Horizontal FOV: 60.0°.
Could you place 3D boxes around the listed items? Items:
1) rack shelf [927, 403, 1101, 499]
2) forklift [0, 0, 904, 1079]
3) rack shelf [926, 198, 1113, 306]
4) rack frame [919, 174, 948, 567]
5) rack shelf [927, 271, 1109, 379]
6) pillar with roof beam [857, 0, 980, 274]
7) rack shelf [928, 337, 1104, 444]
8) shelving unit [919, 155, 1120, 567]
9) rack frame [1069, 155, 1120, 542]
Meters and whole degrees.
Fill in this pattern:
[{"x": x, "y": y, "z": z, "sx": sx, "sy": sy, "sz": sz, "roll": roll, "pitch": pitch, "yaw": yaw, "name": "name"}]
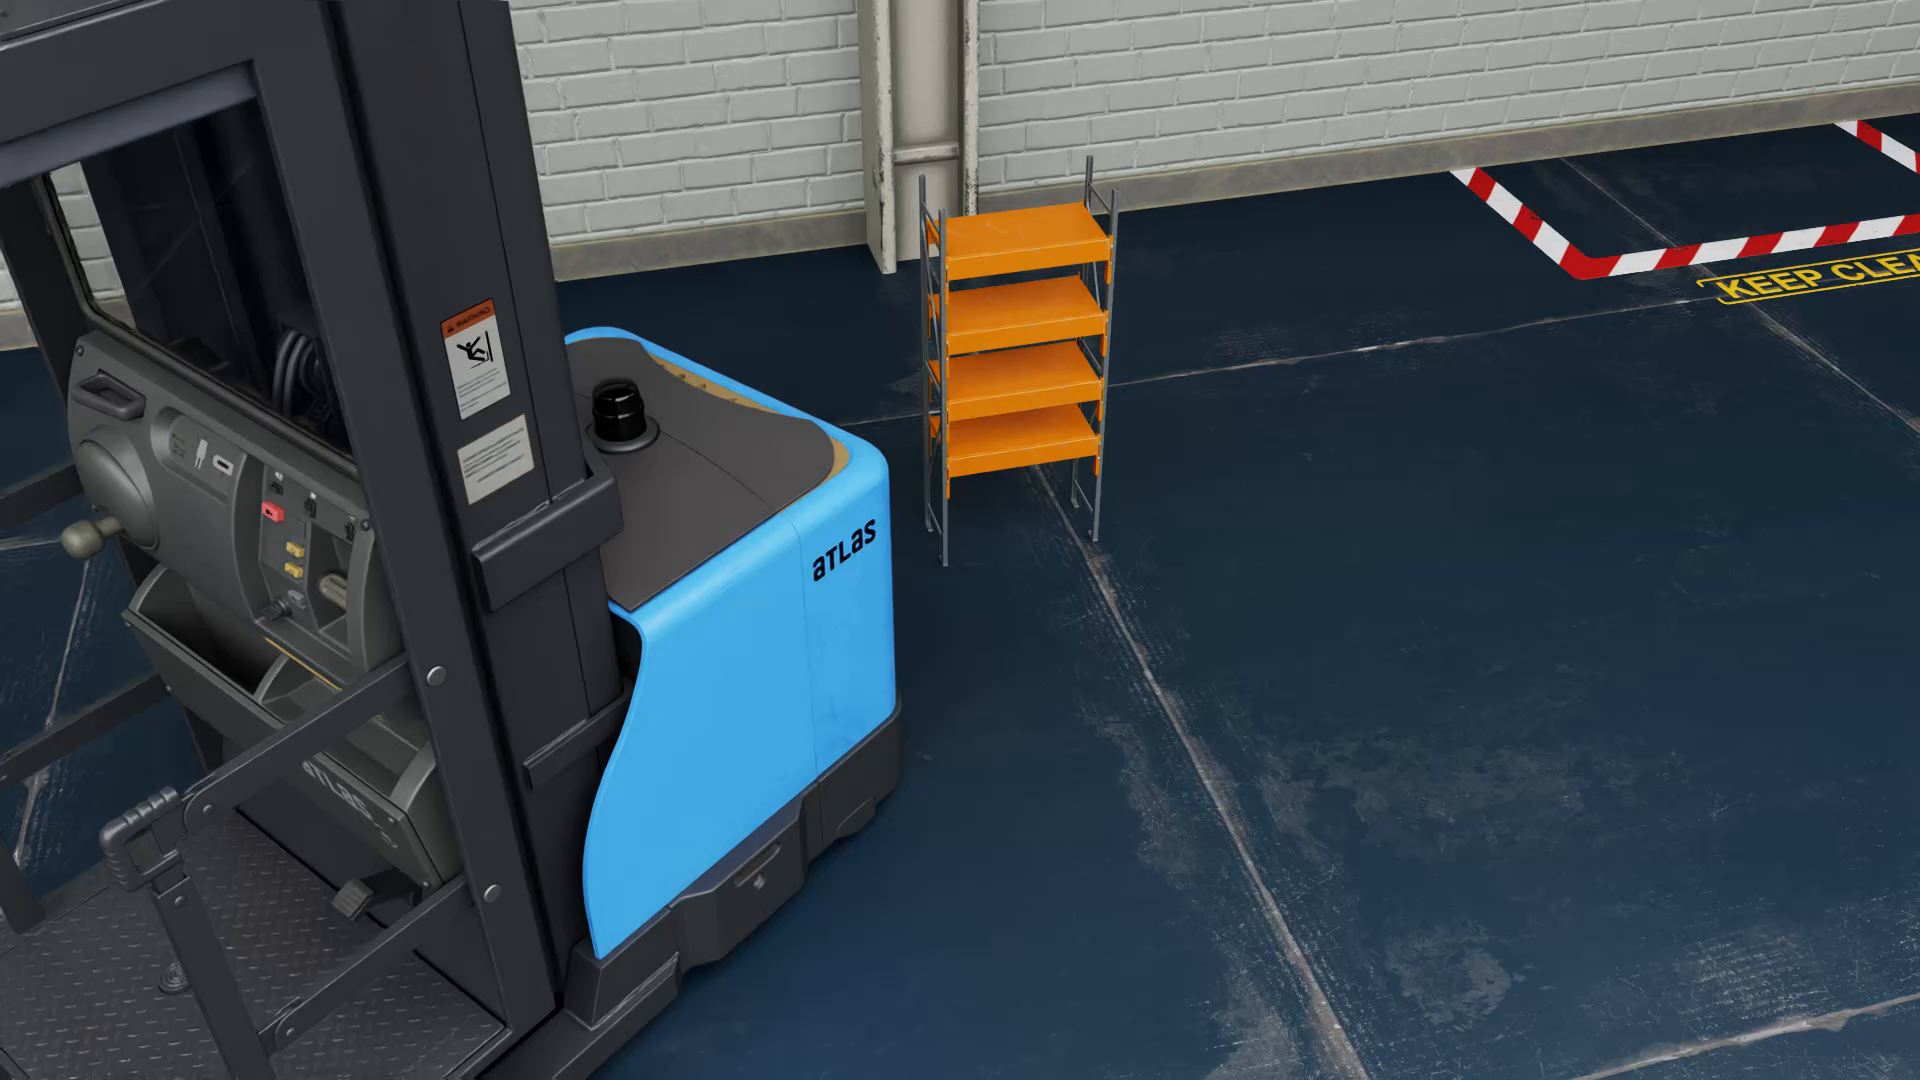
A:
[{"x": 0.160, "y": -0.292, "z": 5.081, "sx": 0.480, "sy": 0.148, "sz": 0.258, "roll": -9, "pitch": 38, "yaw": -12, "name": "rack shelf"}, {"x": -1.453, "y": 0.007, "z": 2.828, "sx": 1.130, "sy": 2.935, "sz": 3.031, "roll": 26, "pitch": 44, "yaw": 29, "name": "forklift"}, {"x": 0.160, "y": -0.815, "z": 4.681, "sx": 0.480, "sy": 0.148, "sz": 0.258, "roll": -9, "pitch": 38, "yaw": -12, "name": "rack shelf"}, {"x": -0.076, "y": -0.464, "z": 4.869, "sx": 0.015, "sy": 1.200, "sz": 0.240, "roll": -9, "pitch": 38, "yaw": -12, "name": "rack frame"}, {"x": 0.160, "y": -0.627, "z": 4.825, "sx": 0.480, "sy": 0.148, "sz": 0.258, "roll": -9, "pitch": 38, "yaw": -12, "name": "rack shelf"}, {"x": 0.965, "y": -2.233, "z": 0.762, "sx": 0.400, "sy": 9.000, "sz": 9.100, "roll": -9, "pitch": 38, "yaw": -12, "name": "pillar with roof beam"}, {"x": 0.160, "y": -0.449, "z": 4.961, "sx": 0.480, "sy": 0.148, "sz": 0.258, "roll": -9, "pitch": 38, "yaw": -12, "name": "rack shelf"}, {"x": 0.160, "y": -0.503, "z": 4.920, "sx": 0.503, "sy": 1.200, "sz": 0.258, "roll": -9, "pitch": 38, "yaw": -12, "name": "shelving unit"}, {"x": 0.395, "y": -0.541, "z": 4.970, "sx": 0.015, "sy": 1.200, "sz": 0.240, "roll": -9, "pitch": 38, "yaw": -12, "name": "rack frame"}]
